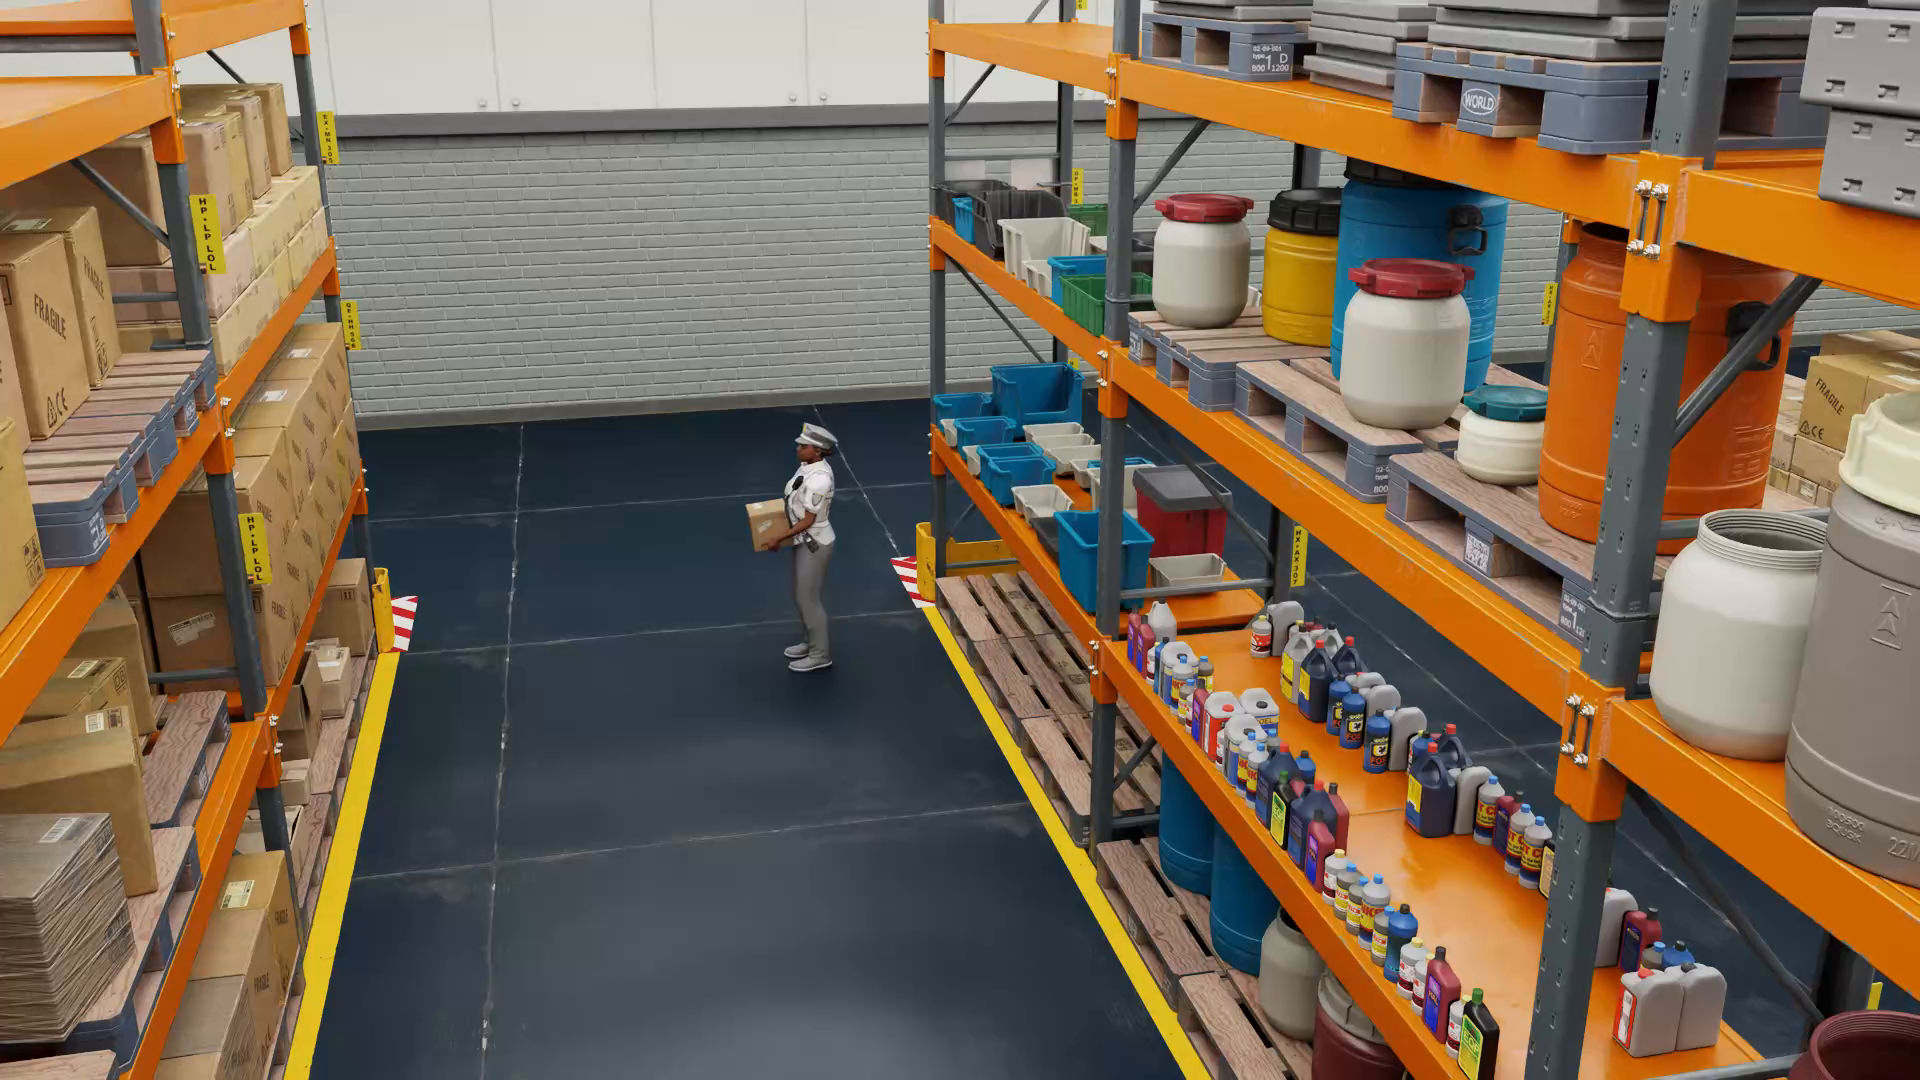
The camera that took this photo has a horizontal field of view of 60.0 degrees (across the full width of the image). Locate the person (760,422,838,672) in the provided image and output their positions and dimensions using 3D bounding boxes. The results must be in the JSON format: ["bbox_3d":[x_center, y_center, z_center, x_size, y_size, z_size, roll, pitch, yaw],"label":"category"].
[{"bbox_3d":[-1.068,0.034,11.023,0.540,1.688,0.450,-4,20,-12],"label":"person"}]
